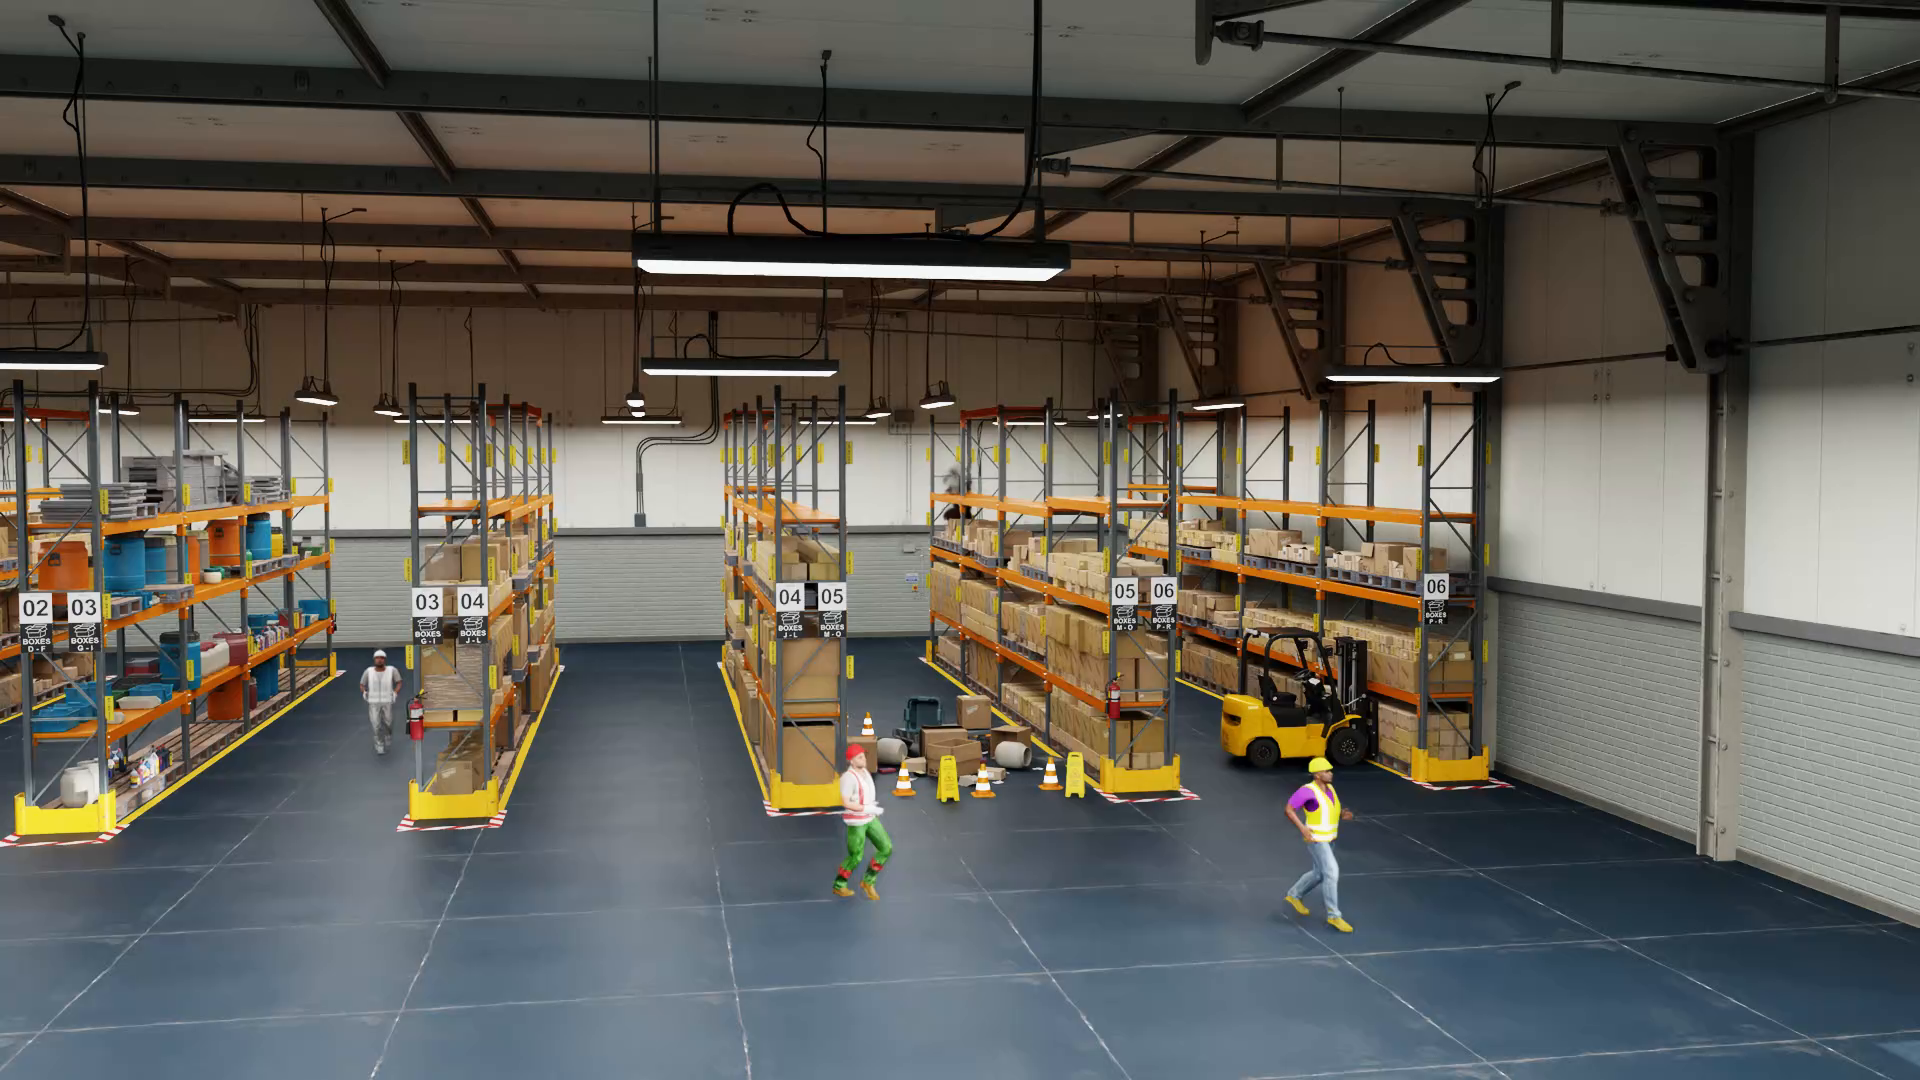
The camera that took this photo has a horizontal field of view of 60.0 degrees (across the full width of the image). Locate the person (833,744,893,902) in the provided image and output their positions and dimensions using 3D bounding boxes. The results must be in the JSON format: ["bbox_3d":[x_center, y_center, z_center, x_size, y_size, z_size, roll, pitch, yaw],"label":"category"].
[{"bbox_3d":[-1.102,3.179,18.695,0.715,1.785,0.671,2,3,31],"label":"person"}]

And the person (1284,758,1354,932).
[{"bbox_3d":[3.834,3.207,17.719,0.841,1.789,0.688,2,4,37],"label":"person"}]

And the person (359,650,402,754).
[{"bbox_3d":[-9.724,2.719,27.909,0.678,1.733,0.620,-1,3,-16],"label":"person"}]
